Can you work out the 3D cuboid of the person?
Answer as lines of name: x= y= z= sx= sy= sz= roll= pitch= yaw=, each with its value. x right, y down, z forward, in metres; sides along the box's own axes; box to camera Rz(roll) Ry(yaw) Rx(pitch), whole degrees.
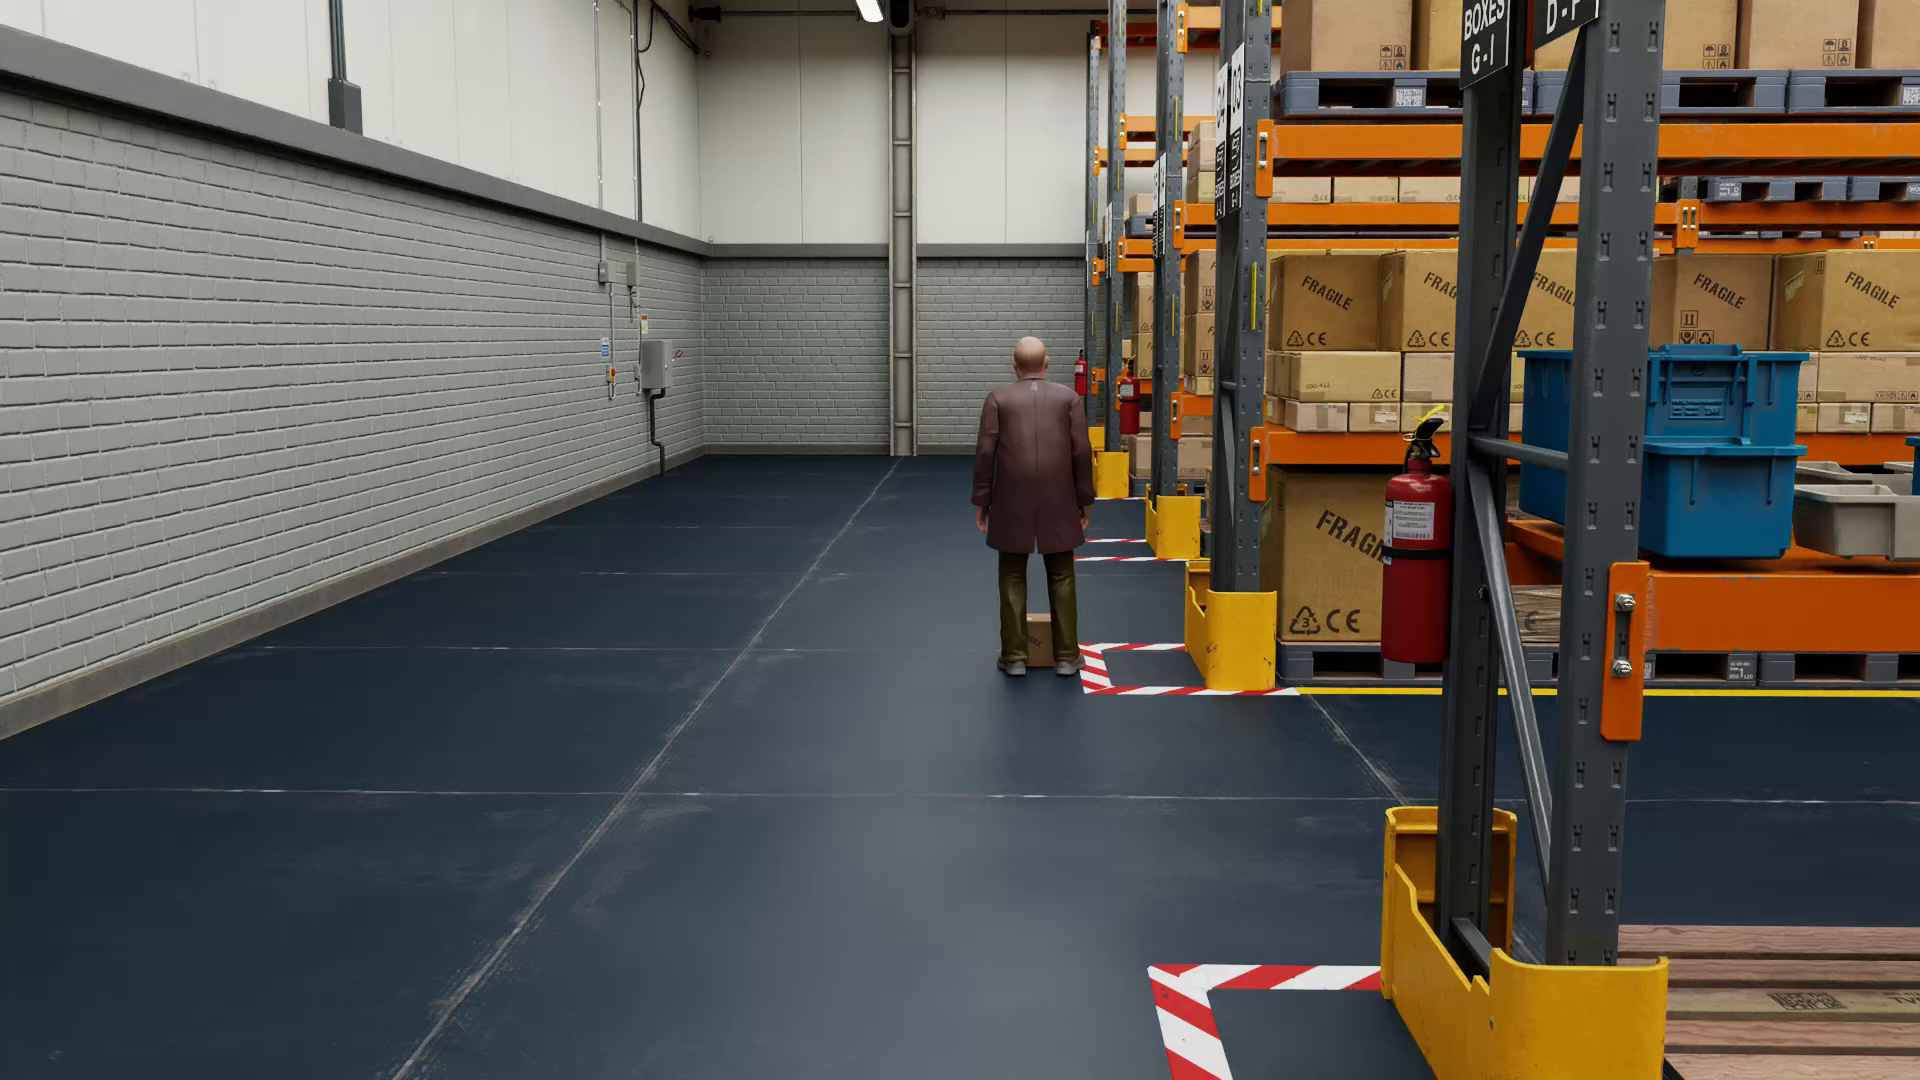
person: x=0.387 y=-0.180 z=8.771 sx=0.656 sy=1.774 sz=0.416 roll=0 pitch=7 yaw=0
